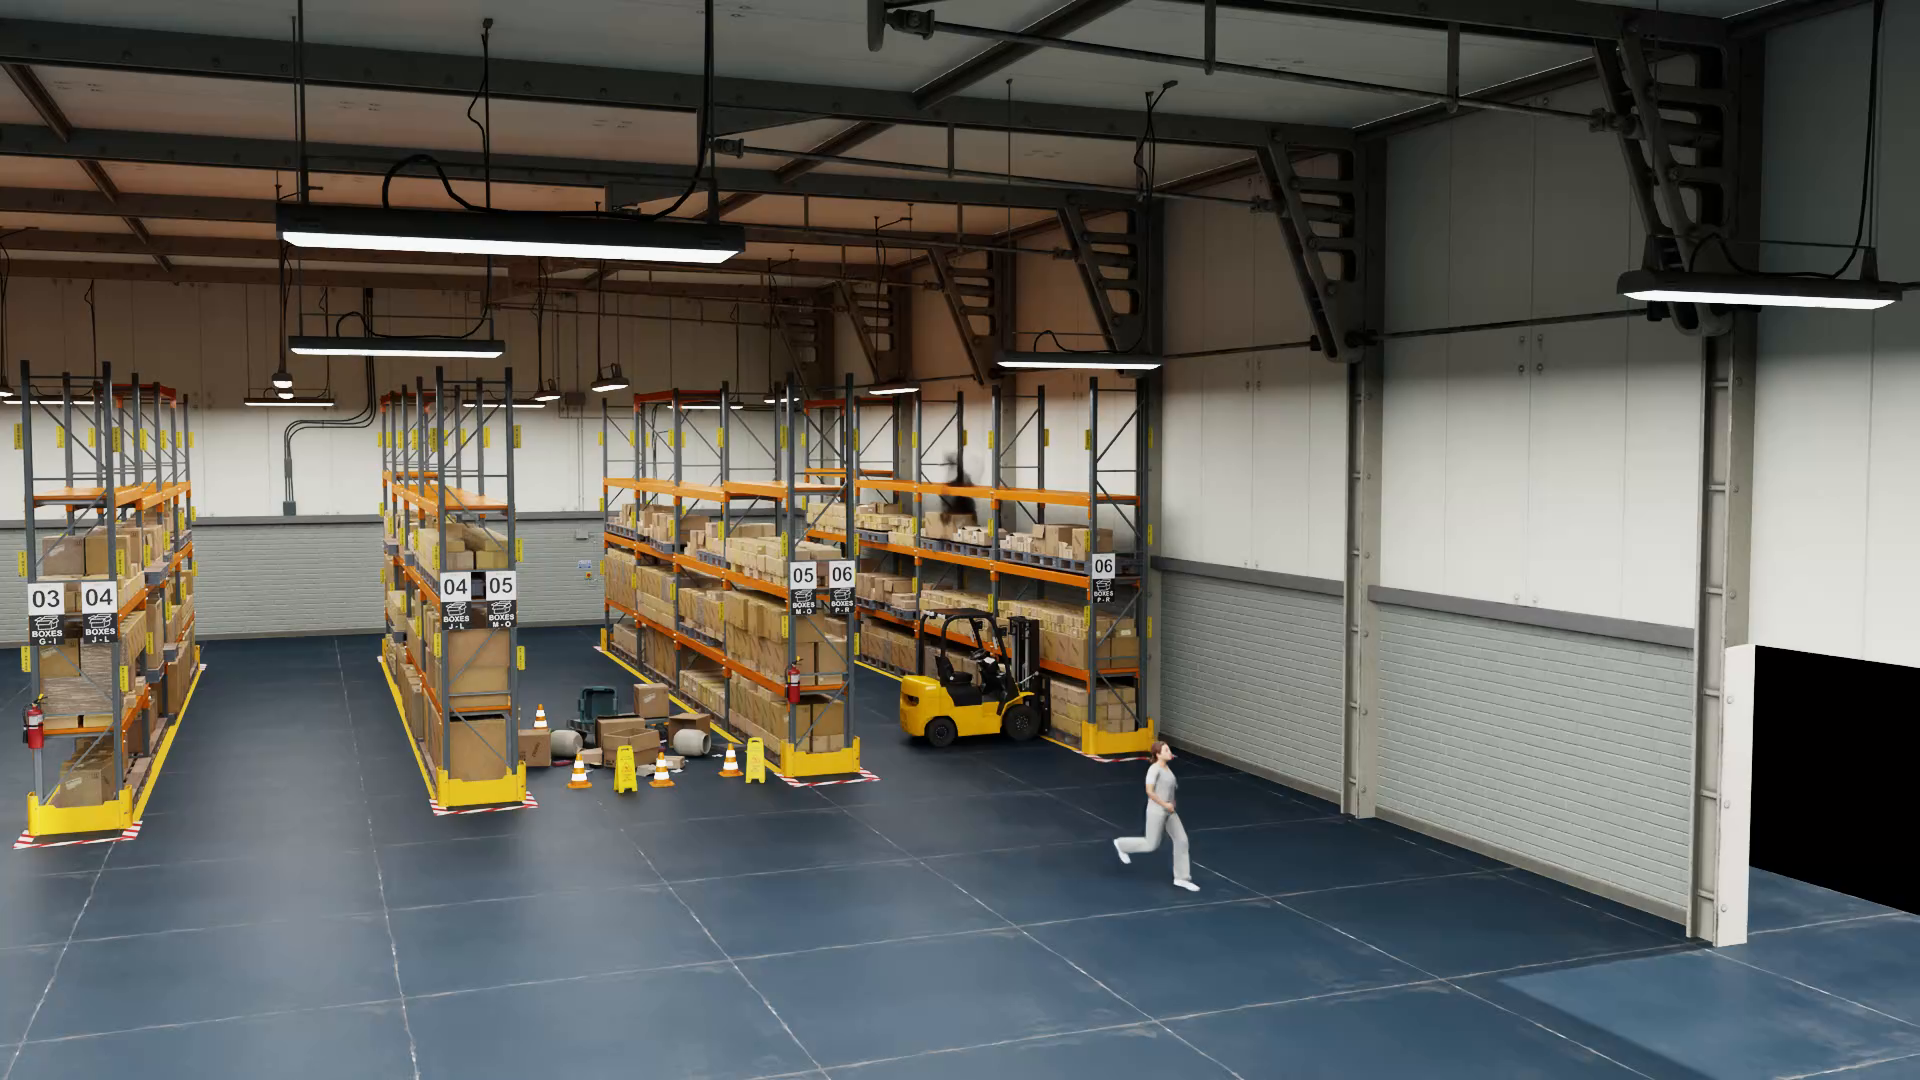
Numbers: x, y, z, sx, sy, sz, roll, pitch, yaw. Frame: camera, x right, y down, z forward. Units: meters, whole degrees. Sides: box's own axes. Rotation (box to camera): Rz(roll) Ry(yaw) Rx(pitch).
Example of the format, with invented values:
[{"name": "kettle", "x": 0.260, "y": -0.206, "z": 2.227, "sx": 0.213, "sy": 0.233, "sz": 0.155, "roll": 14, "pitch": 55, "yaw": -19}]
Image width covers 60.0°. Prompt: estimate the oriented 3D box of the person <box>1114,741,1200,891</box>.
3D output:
[{"name": "person", "x": 2.223, "y": 3.077, "z": 18.713, "sx": 1.032, "sy": 1.656, "sz": 0.544, "roll": 2, "pitch": 4, "yaw": 36}]
